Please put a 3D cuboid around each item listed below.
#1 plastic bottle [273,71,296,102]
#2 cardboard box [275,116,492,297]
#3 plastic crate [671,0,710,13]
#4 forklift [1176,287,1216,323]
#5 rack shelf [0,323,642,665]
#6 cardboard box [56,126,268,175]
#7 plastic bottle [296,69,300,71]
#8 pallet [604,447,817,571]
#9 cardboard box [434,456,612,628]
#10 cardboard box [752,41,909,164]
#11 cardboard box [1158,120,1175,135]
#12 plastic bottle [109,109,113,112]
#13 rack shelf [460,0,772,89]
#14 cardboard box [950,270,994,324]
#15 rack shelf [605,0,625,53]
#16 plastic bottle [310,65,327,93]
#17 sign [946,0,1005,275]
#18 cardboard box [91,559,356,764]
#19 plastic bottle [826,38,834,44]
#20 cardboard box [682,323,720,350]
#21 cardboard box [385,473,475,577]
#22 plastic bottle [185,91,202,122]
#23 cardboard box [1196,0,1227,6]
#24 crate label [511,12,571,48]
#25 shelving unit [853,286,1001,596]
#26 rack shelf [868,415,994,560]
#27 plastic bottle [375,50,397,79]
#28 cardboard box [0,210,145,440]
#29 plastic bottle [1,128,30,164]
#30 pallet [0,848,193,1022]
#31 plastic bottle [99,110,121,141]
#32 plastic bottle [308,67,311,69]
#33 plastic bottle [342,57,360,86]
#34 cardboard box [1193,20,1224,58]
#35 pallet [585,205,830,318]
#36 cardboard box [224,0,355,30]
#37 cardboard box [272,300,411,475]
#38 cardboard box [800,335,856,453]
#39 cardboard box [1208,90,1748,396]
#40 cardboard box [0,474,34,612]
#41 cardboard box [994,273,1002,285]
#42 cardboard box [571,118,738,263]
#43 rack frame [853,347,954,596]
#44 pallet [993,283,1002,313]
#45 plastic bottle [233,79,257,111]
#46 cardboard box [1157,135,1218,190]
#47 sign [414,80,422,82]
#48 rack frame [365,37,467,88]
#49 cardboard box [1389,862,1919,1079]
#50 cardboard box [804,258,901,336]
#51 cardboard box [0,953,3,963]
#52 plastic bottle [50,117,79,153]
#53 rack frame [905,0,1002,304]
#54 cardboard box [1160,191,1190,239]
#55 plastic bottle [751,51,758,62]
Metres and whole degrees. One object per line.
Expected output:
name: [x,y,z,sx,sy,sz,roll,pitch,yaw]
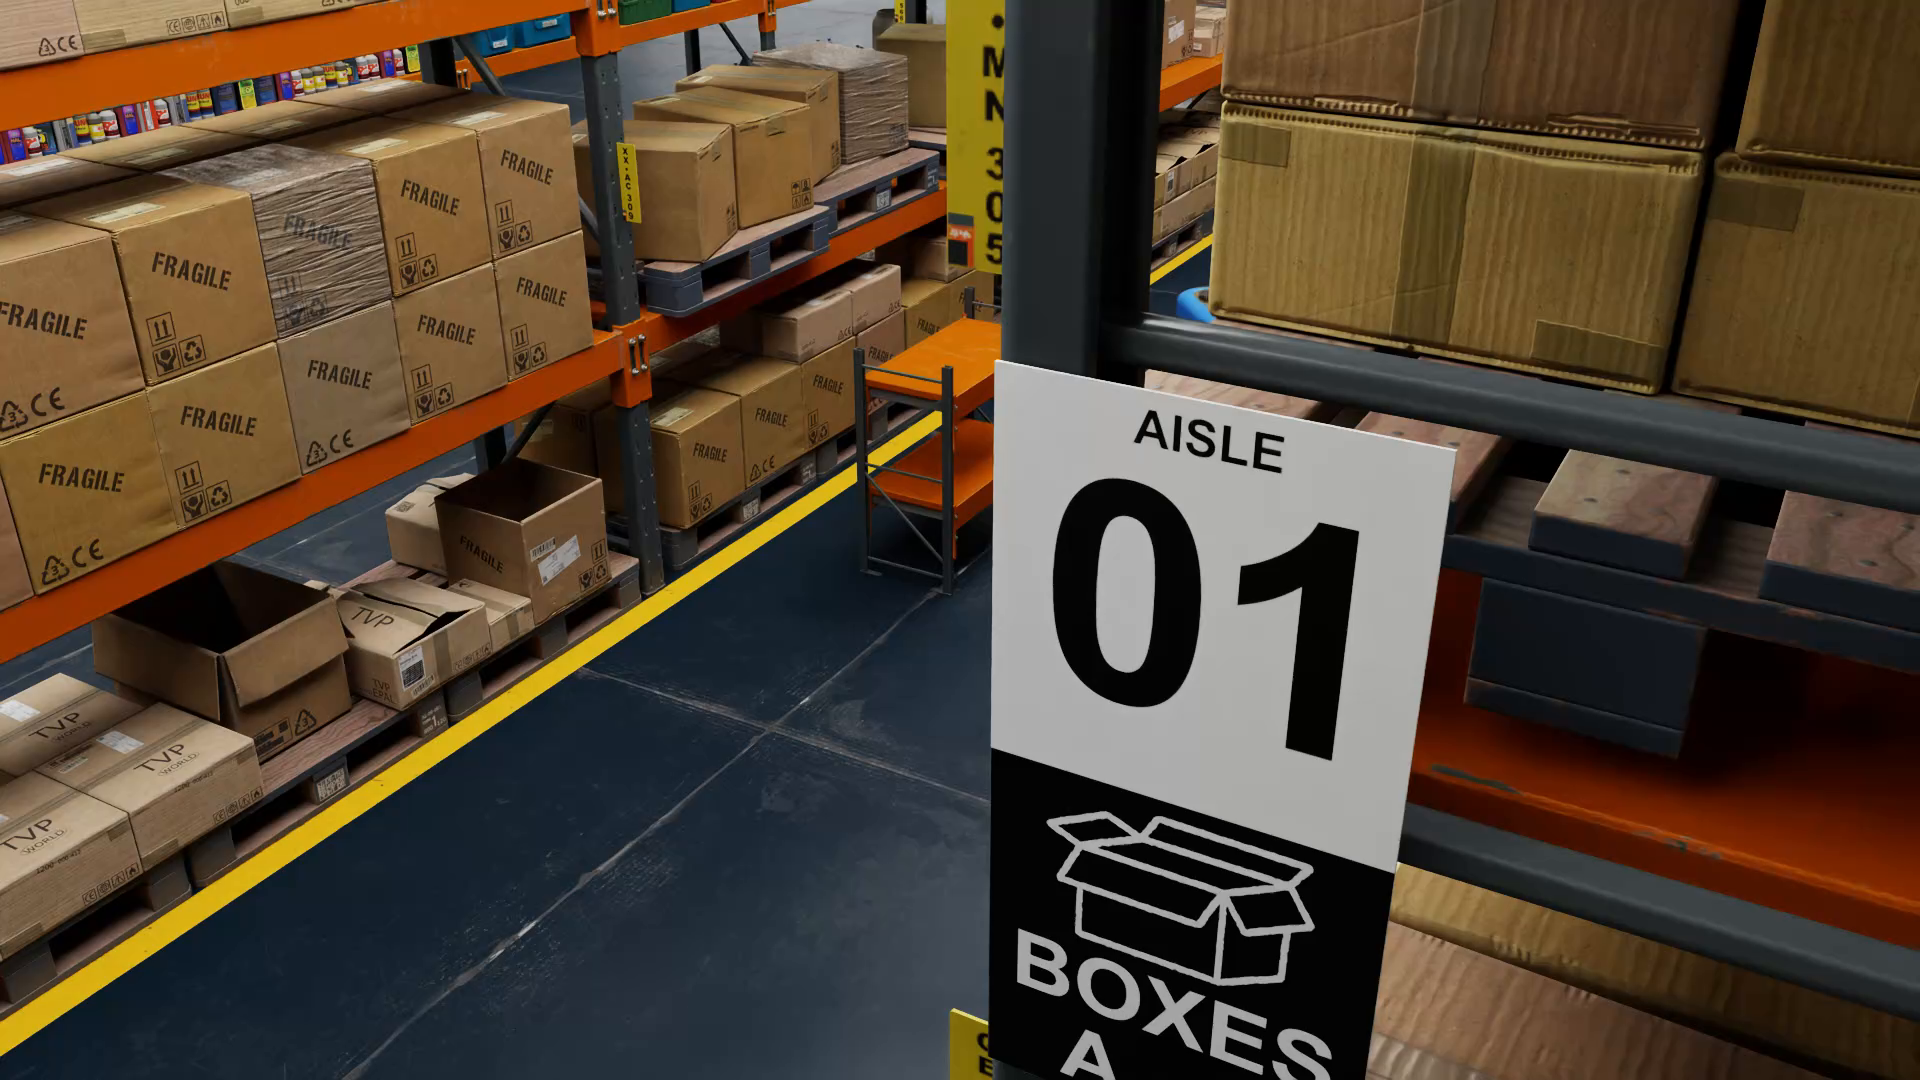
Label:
plastic bottle: [-4.581,-3.108,11.238,0.061,0.283,0.133,14,30,26]
cardboard box: [-2.121,-1.244,6.155,0.500,0.500,0.500,14,30,25]
plastic crate: [-2.495,-4.911,14.727,0.392,0.384,0.575,14,30,26]
forklift: [2.652,-1.557,8.087,3.031,2.935,1.130,-6,27,-11]
rack shelf: [-2.832,-0.105,5.913,1.077,0.370,4.000,14,30,26]
cardboard box: [-2.832,-1.175,6.017,0.500,0.500,0.500,13,30,25]
plastic bottle: [-4.795,-3.470,12.054,0.097,0.201,0.097,0,27,0]
pallet: [-1.481,-0.285,8.583,1.003,0.211,1.213,14,30,26]
cardboard box: [-1.882,-0.001,7.201,0.500,0.500,0.500,14,30,26]
cardboard box: [-0.708,-2.413,9.138,0.700,0.500,0.500,21,33,35]
cardboard box: [1.416,-3.233,13.333,0.500,0.311,0.500,14,30,26]
plastic bottle: [-5.277,-2.734,10.499,0.152,0.276,0.135,14,30,26]
rack shelf: [-3.207,-4.315,14.323,1.077,0.370,4.000,14,30,26]
cardboard box: [-0.136,-1.428,10.052,0.500,0.500,0.500,15,30,28]
rack shelf: [-0.864,-3.005,8.355,1.077,0.370,4.000,14,30,26]
plastic bottle: [-4.445,-3.196,11.506,0.097,0.201,0.097,0,27,0]
sign: [0.033,-0.385,1.416,0.100,0.325,0.005,14,30,26]
cardboard box: [-2.768,0.447,6.304,0.797,0.503,0.637,14,30,26]
plastic bottle: [-1.419,-5.314,18.071,0.097,0.271,0.097,0,27,0]
cardboard box: [-1.358,-0.927,9.051,0.500,0.500,0.500,15,30,27]
cardboard box: [-2.243,-0.085,7.580,0.500,0.311,0.500,14,30,26]
plastic bottle: [-4.949,-2.828,10.692,0.097,0.271,0.097,0,27,0]
cardboard box: [2.300,-4.543,13.863,0.700,0.500,0.500,13,30,25]
crate label: [-3.467,-4.201,13.251,0.502,0.435,0.616,14,30,26]
shelving unit: [-0.003,-0.500,7.993,0.538,1.125,1.048,14,30,26]
rack shelf: [-0.003,-0.282,8.102,0.538,0.278,1.000,14,30,26]
plastic bottle: [-4.132,-3.464,11.949,0.061,0.283,0.133,14,30,26]
cardboard box: [-2.867,-0.653,4.975,0.500,0.500,0.500,15,30,27]
plastic bottle: [-5.542,-2.347,9.718,0.061,0.283,0.133,14,30,26]
pallet: [-3.387,1.259,5.499,1.003,0.211,1.213,14,30,26]
plastic bottle: [-5.243,-2.564,10.242,0.097,0.201,0.097,0,27,0]
plastic bottle: [-4.814,-3.594,12.300,0.097,0.201,0.097,0,27,0]
plastic bottle: [-4.301,-3.341,11.718,0.097,0.271,0.097,0,27,0]
cardboard box: [1.815,-3.881,12.802,0.396,0.266,0.258,13,30,25]
pallet: [-1.360,-1.408,7.926,1.003,0.211,1.213,14,30,26]
cardboard box: [-2.350,-1.843,5.398,0.500,0.250,0.500,14,30,26]
cardboard box: [-2.374,-0.598,5.981,0.500,0.500,0.500,15,30,27]
cardboard box: [-0.893,-0.823,8.845,0.500,0.500,0.500,15,30,27]
cardboard box: [0.628,-0.409,1.951,0.500,0.250,0.500,15,30,28]
cardboard box: [-3.119,-0.009,4.806,0.500,0.500,0.500,14,30,26]
cardboard box: [0.166,-1.982,11.461,0.500,0.250,0.500,15,30,27]
cardboard box: [-1.421,-1.574,7.463,0.700,0.500,0.500,4,27,9]
rack frame: [-0.253,-0.302,7.597,0.500,1.125,0.032,14,30,26]
pallet: [0.558,-1.830,11.671,1.003,0.211,1.213,14,30,26]
plastic bottle: [-4.738,-2.984,10.991,0.061,0.283,0.133,14,30,26]
cardboard box: [1.639,-2.914,12.696,0.500,0.311,0.500,14,30,26]
sign: [-2.333,-1.845,7.291,0.100,0.325,0.005,14,30,26]
rack frame: [-4.191,-3.857,12.605,1.000,3.000,0.127,14,30,26]
cardboard box: [1.089,0.821,2.924,0.980,0.700,0.700,14,30,26]
cardboard box: [-0.660,-1.341,9.041,0.500,0.250,0.500,14,30,25]
cardboard box: [-3.188,1.238,5.100,0.380,0.166,0.250,14,30,26]
plastic bottle: [-5.420,-2.482,9.996,0.152,0.276,0.135,14,30,26]
rack frame: [0.119,-2.765,10.423,1.000,3.000,0.127,14,30,26]
cardboard box: [1.382,-2.463,12.421,0.500,0.250,0.500,15,30,27]
plastic bottle: [-2.063,-4.818,16.991,0.144,0.351,0.185,13,29,24]
